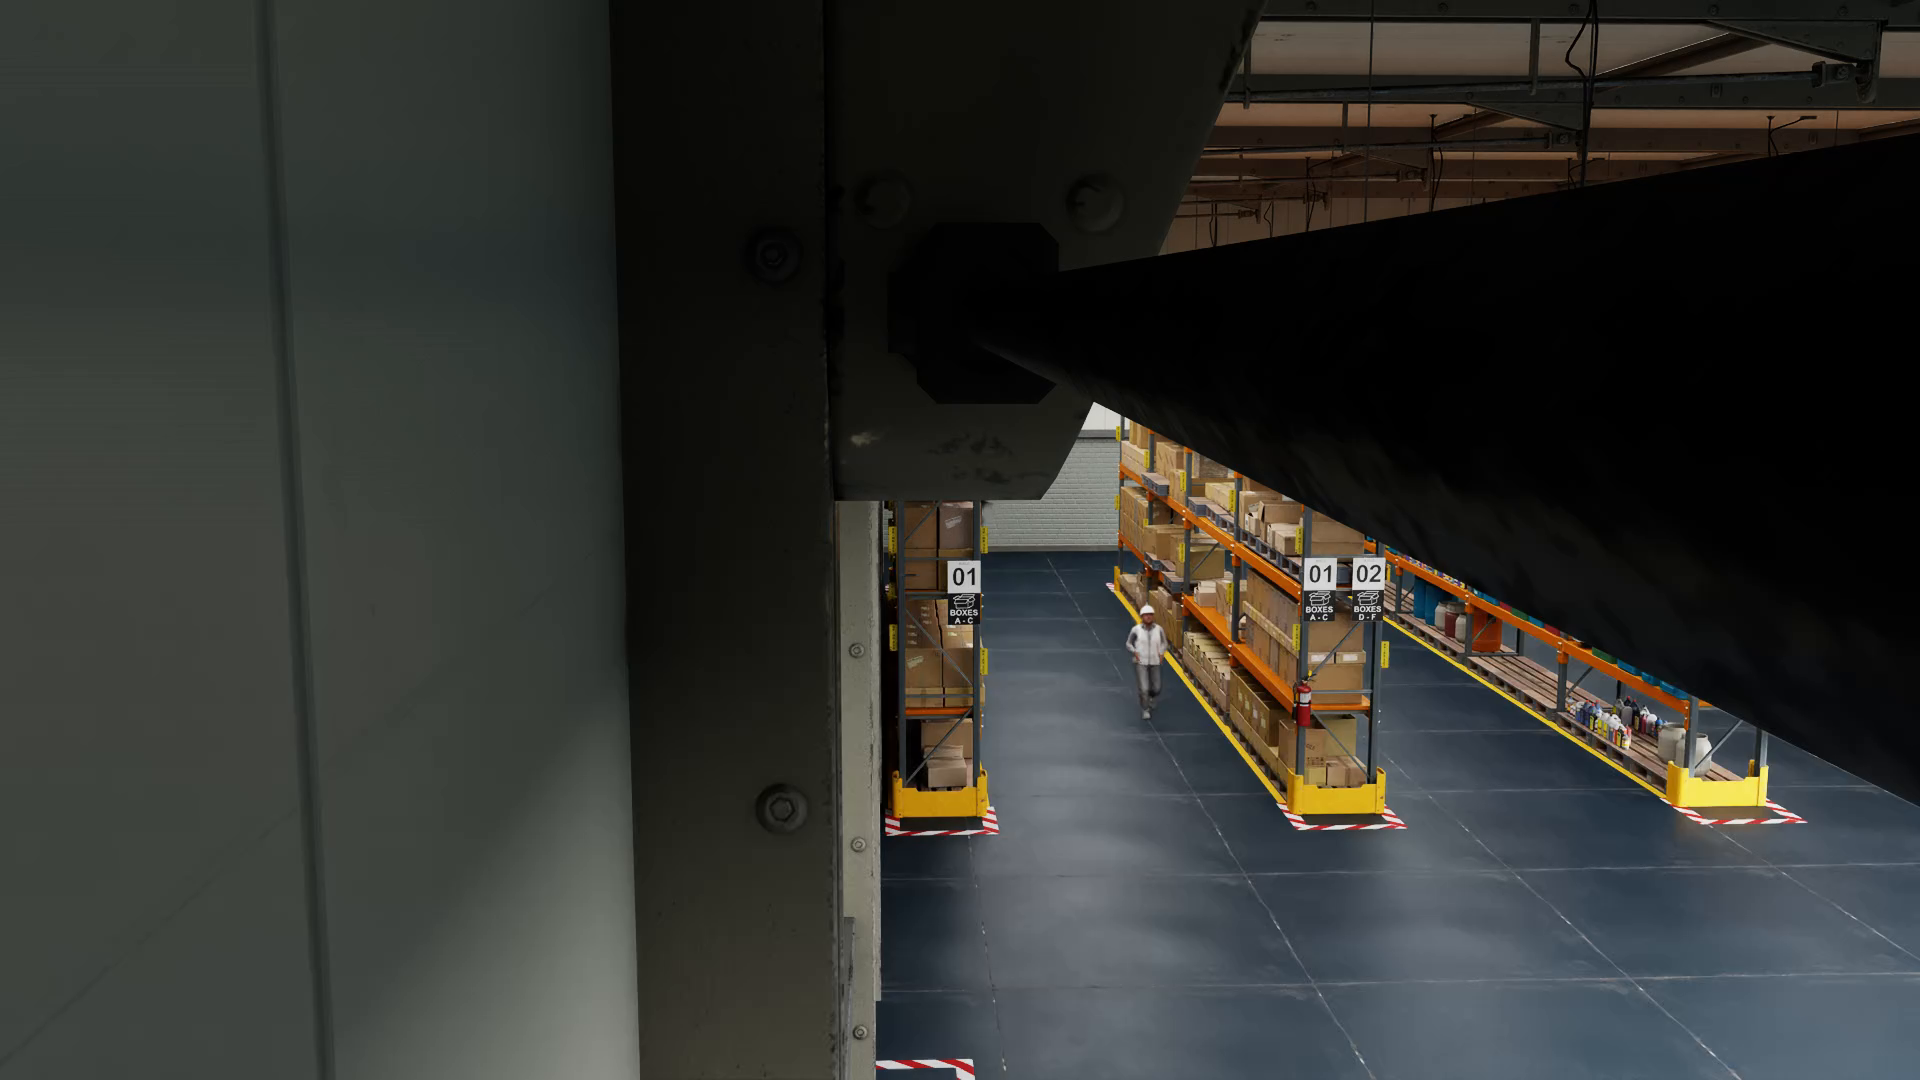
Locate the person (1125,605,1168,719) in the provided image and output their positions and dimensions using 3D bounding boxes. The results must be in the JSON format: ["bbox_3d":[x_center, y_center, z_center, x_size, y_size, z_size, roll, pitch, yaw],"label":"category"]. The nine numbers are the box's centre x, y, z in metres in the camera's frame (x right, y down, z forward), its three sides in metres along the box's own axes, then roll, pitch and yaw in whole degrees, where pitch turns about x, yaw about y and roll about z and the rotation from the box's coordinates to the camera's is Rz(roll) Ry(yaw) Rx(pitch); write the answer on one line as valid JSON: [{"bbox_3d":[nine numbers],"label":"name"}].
[{"bbox_3d":[2.846,1.852,25.266,0.656,1.722,0.606,0,8,-3],"label":"person"}]
